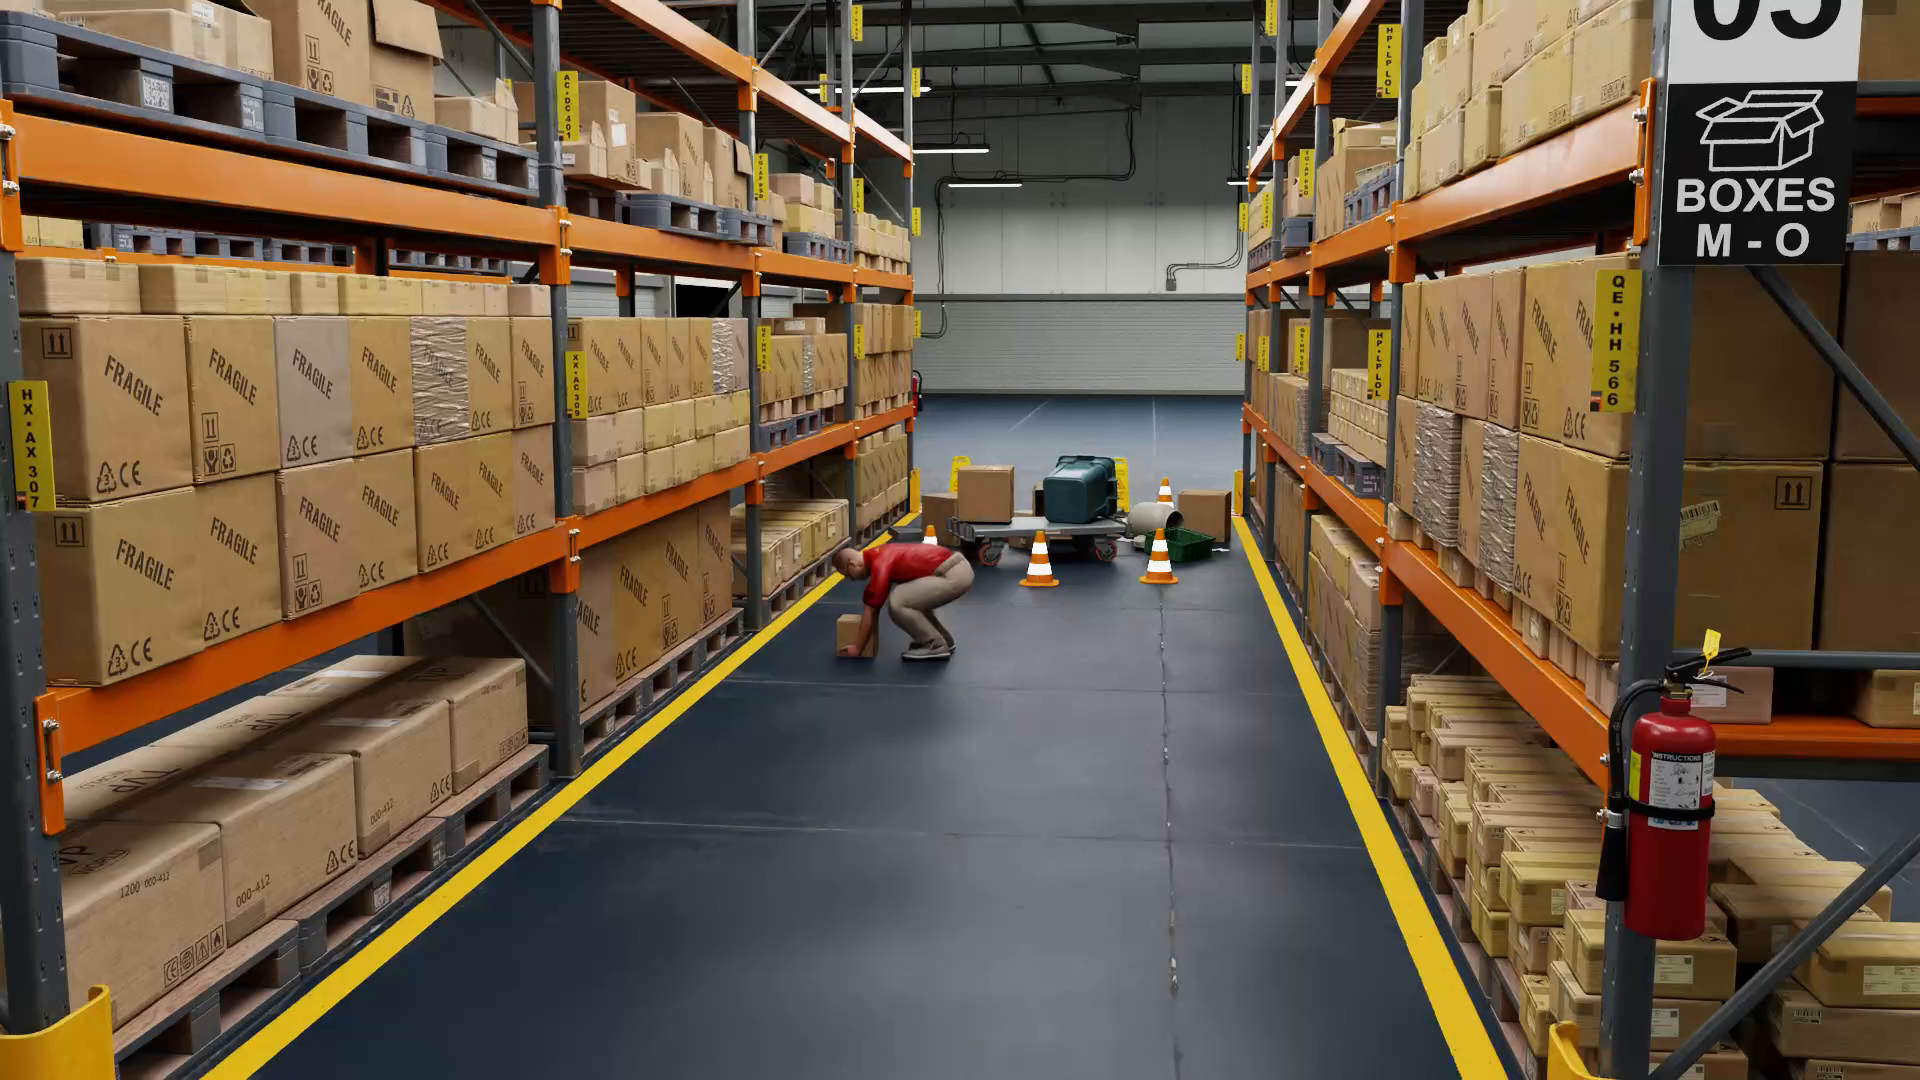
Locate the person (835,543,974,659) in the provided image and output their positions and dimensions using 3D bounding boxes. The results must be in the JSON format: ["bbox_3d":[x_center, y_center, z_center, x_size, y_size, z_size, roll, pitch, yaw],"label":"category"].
[{"bbox_3d":[-0.381,0.418,11.412,0.948,0.795,0.531,1,8,5],"label":"person"}]
